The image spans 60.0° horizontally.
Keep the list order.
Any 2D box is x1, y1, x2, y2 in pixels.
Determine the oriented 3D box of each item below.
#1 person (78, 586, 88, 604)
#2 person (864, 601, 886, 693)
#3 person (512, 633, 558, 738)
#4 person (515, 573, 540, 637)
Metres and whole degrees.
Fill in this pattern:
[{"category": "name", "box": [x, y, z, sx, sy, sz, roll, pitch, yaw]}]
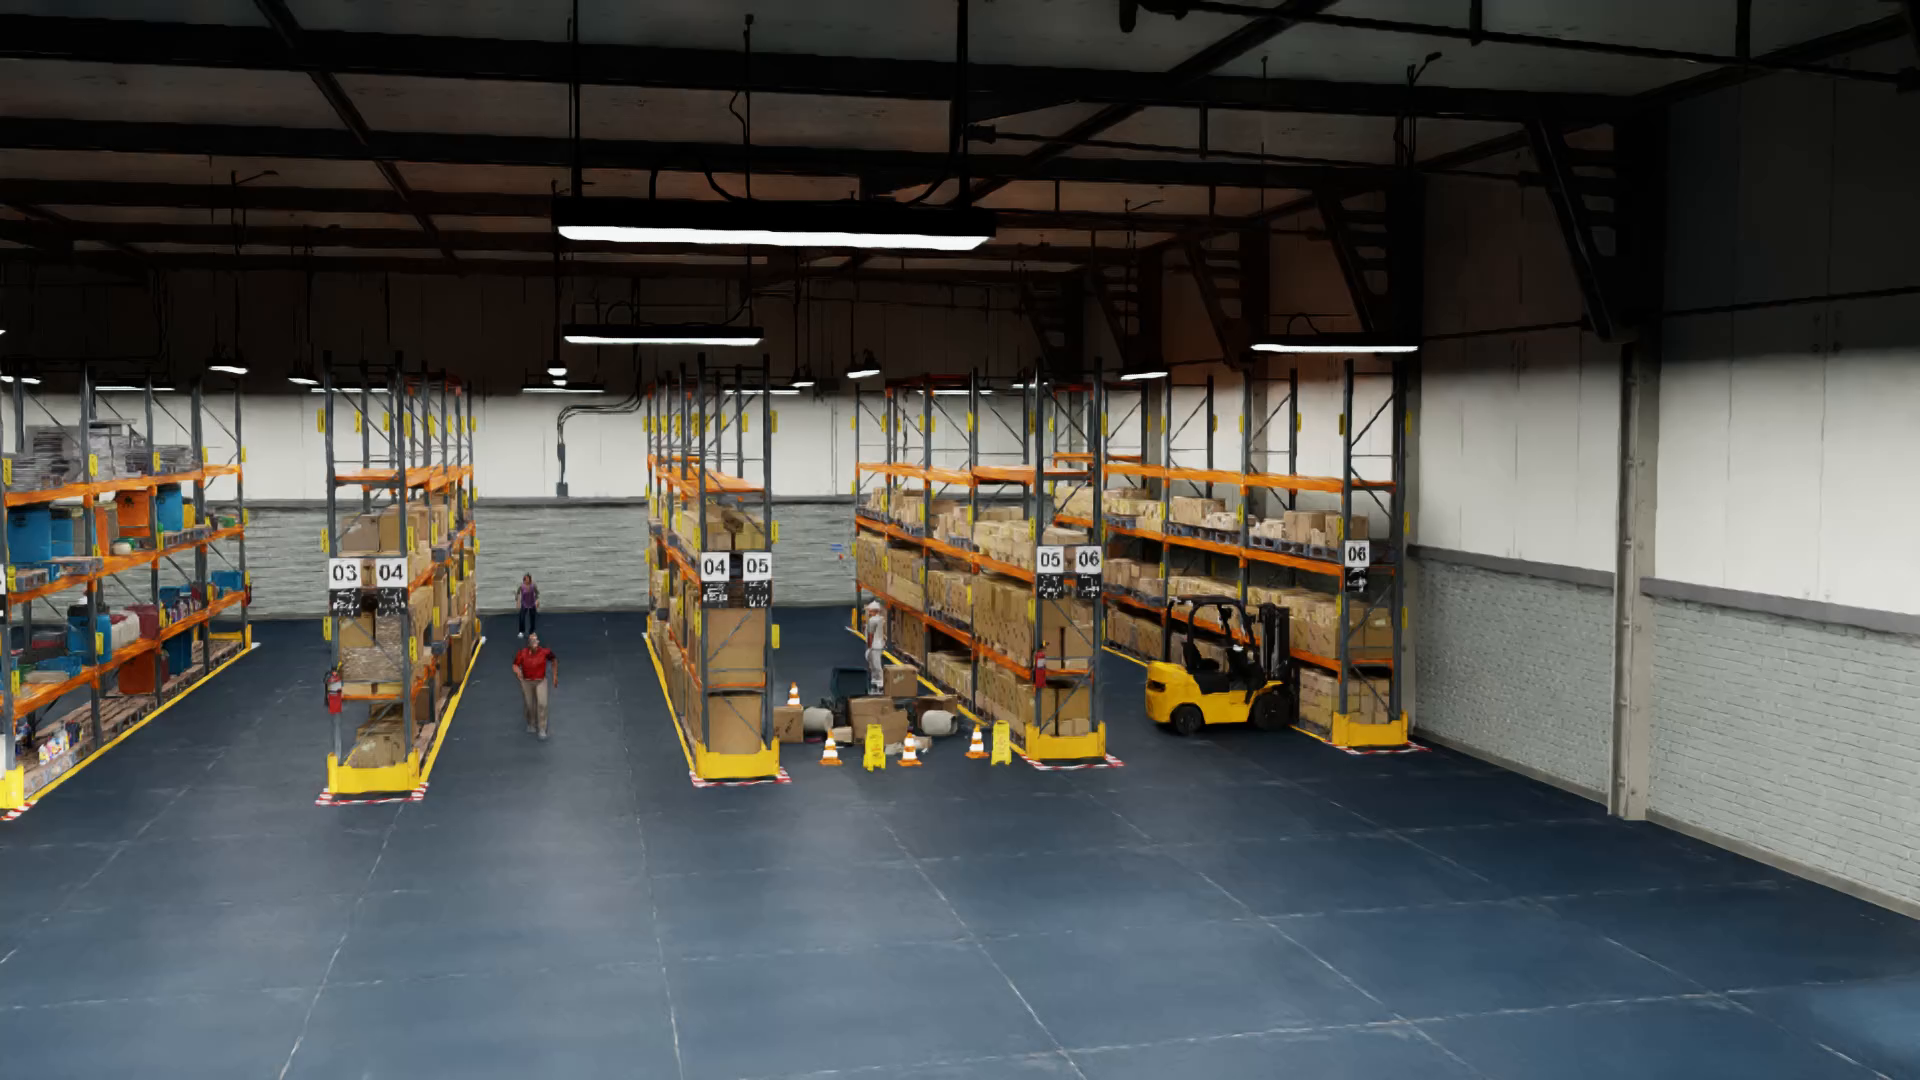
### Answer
[{"category": "person", "box": [-17.275, 1.793, 33.105, 0.505, 1.788, 0.640, -4, 5, -43]}, {"category": "person", "box": [-1.581, 1.994, 30.214, 0.570, 1.786, 0.653, 1, 4, 14]}, {"category": "person", "box": [-6.849, 2.312, 26.774, 0.686, 1.666, 0.867, -1, 4, -8]}, {"category": "person", "box": [-10.126, 1.531, 38.941, 0.566, 1.541, 0.519, -1, 4, -16]}]
